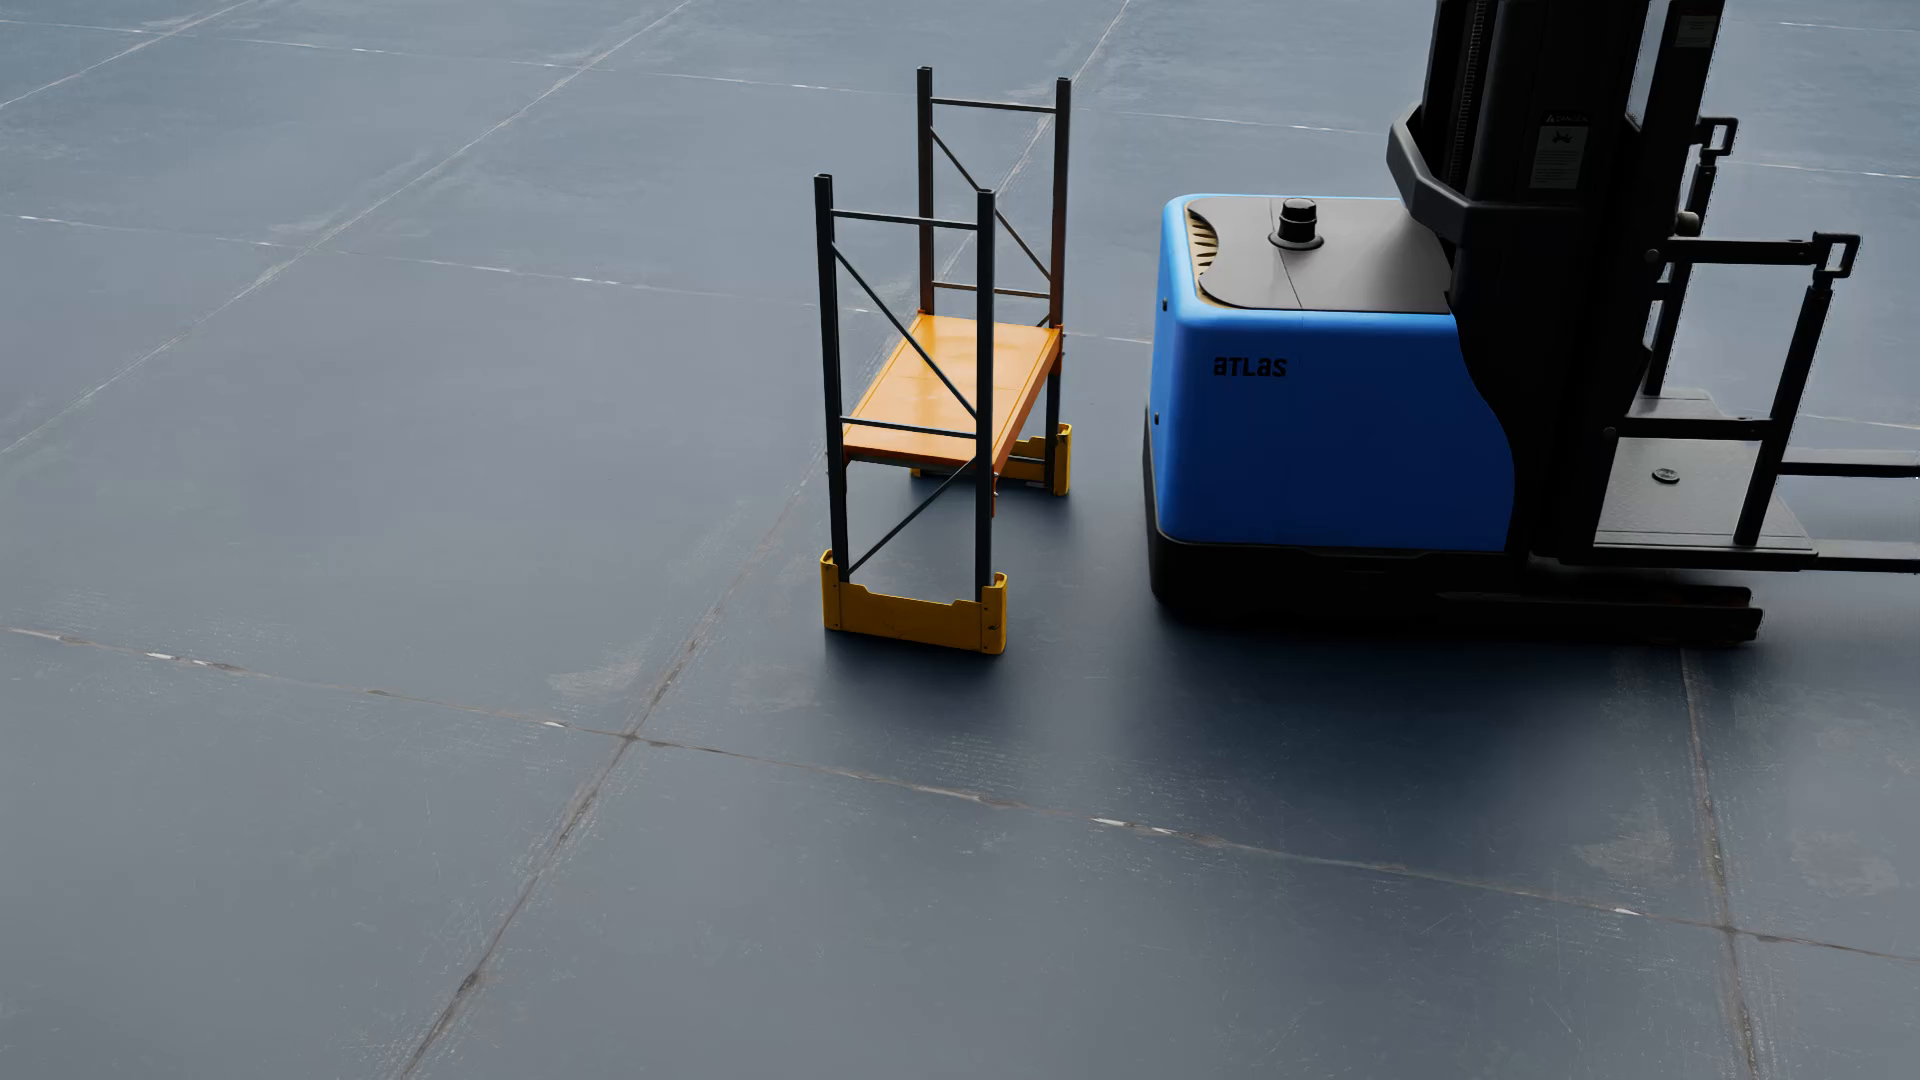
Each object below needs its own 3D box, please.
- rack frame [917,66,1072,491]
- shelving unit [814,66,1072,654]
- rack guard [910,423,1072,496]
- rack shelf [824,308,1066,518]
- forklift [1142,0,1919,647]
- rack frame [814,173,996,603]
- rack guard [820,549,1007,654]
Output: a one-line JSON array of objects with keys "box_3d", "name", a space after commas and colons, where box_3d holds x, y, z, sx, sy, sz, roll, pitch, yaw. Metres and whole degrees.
[{"box_3d": [0.107, -0.852, 5.693, 0.500, 1.500, 0.032, 8, 33, 12], "name": "rack frame"}, {"box_3d": [-0.019, -0.593, 5.285, 0.587, 1.500, 1.083, 8, 33, 12], "name": "shelving unit"}, {"box_3d": [0.107, -0.324, 6.027, 0.587, 0.250, 0.087, 8, 33, 12], "name": "rack guard"}, {"box_3d": [-0.022, -0.437, 5.374, 0.538, 0.185, 1.000, 8, 33, 12], "name": "rack shelf"}, {"box_3d": [2.154, -1.198, 4.902, 3.031, 2.935, 1.130, 2, 32, 3], "name": "forklift"}, {"box_3d": [-0.151, -0.325, 4.863, 0.500, 1.500, 0.032, 8, 33, 12], "name": "rack frame"}, {"box_3d": [-0.146, 0.193, 5.214, 0.587, 0.250, 0.087, 8, 33, 12], "name": "rack guard"}]
